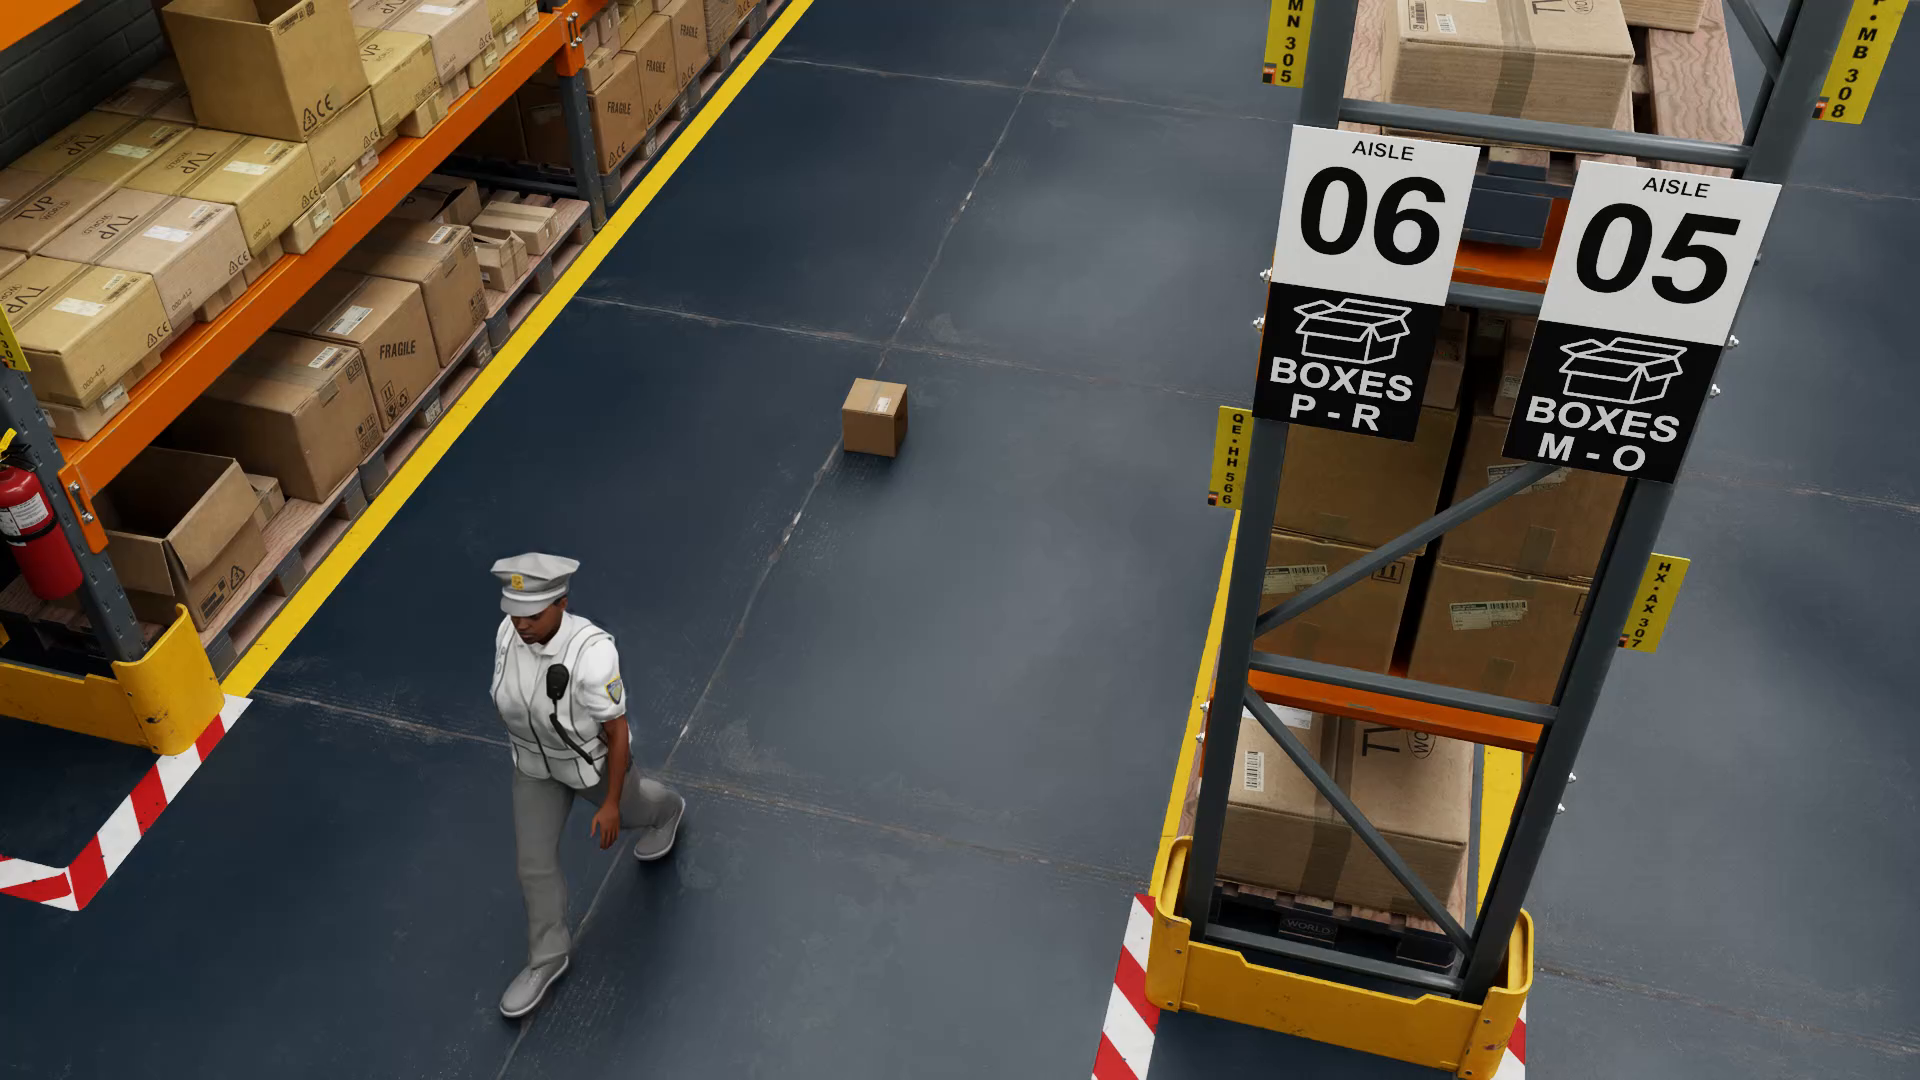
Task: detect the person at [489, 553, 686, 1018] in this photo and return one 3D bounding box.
[{"bbox_3d":[-1.250,0.706,5.324,0.445,1.639,0.984,12,43,14],"label":"person"}]
